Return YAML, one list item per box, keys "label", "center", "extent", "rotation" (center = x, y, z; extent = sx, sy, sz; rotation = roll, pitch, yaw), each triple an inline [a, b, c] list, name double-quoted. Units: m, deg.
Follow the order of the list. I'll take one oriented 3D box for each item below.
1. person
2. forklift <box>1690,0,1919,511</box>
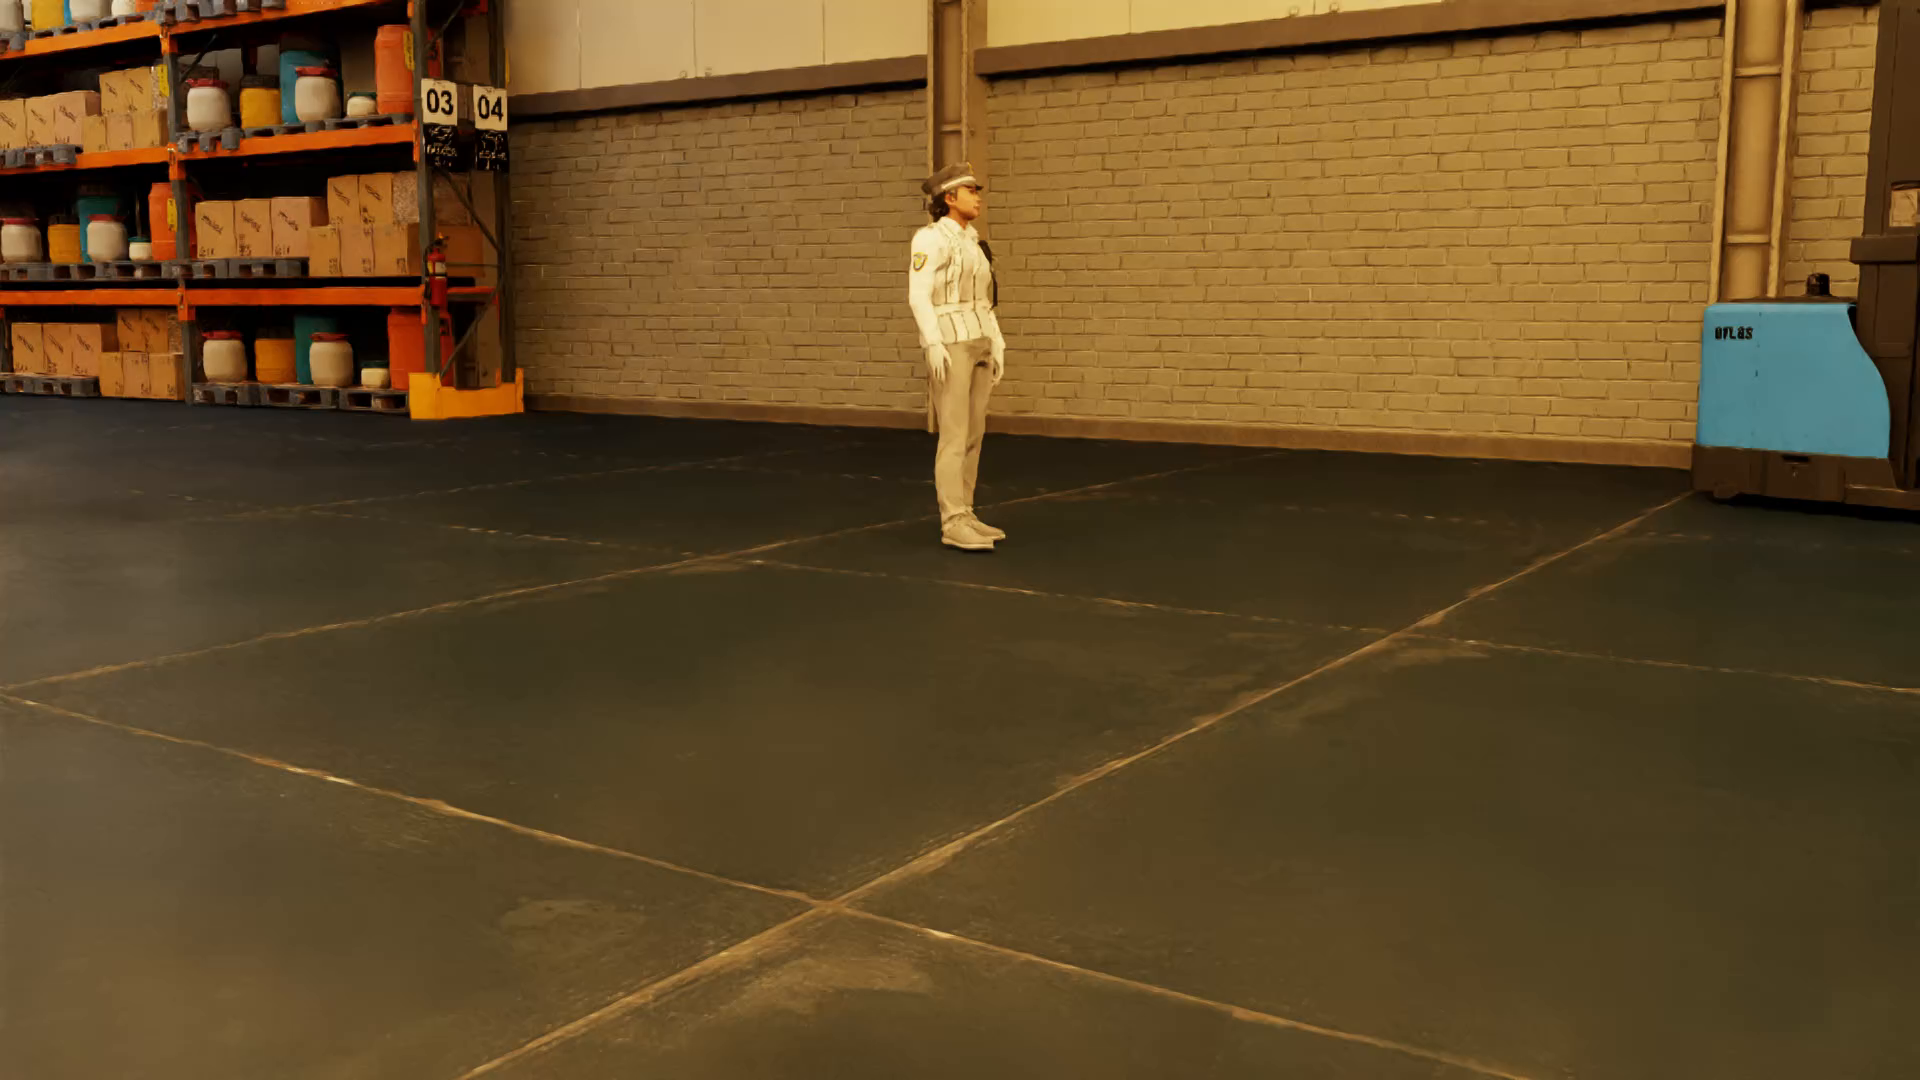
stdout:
- label: "person"
  center: [0.052, -0.840, 7.440]
  extent: [0.533, 1.695, 0.586]
  rotation: [5, 10, 34]
- label: "forklift"
  center: [5.273, -1.539, 8.014]
  extent: [1.130, 2.935, 3.031]
  rotation: [-6, 10, -36]
